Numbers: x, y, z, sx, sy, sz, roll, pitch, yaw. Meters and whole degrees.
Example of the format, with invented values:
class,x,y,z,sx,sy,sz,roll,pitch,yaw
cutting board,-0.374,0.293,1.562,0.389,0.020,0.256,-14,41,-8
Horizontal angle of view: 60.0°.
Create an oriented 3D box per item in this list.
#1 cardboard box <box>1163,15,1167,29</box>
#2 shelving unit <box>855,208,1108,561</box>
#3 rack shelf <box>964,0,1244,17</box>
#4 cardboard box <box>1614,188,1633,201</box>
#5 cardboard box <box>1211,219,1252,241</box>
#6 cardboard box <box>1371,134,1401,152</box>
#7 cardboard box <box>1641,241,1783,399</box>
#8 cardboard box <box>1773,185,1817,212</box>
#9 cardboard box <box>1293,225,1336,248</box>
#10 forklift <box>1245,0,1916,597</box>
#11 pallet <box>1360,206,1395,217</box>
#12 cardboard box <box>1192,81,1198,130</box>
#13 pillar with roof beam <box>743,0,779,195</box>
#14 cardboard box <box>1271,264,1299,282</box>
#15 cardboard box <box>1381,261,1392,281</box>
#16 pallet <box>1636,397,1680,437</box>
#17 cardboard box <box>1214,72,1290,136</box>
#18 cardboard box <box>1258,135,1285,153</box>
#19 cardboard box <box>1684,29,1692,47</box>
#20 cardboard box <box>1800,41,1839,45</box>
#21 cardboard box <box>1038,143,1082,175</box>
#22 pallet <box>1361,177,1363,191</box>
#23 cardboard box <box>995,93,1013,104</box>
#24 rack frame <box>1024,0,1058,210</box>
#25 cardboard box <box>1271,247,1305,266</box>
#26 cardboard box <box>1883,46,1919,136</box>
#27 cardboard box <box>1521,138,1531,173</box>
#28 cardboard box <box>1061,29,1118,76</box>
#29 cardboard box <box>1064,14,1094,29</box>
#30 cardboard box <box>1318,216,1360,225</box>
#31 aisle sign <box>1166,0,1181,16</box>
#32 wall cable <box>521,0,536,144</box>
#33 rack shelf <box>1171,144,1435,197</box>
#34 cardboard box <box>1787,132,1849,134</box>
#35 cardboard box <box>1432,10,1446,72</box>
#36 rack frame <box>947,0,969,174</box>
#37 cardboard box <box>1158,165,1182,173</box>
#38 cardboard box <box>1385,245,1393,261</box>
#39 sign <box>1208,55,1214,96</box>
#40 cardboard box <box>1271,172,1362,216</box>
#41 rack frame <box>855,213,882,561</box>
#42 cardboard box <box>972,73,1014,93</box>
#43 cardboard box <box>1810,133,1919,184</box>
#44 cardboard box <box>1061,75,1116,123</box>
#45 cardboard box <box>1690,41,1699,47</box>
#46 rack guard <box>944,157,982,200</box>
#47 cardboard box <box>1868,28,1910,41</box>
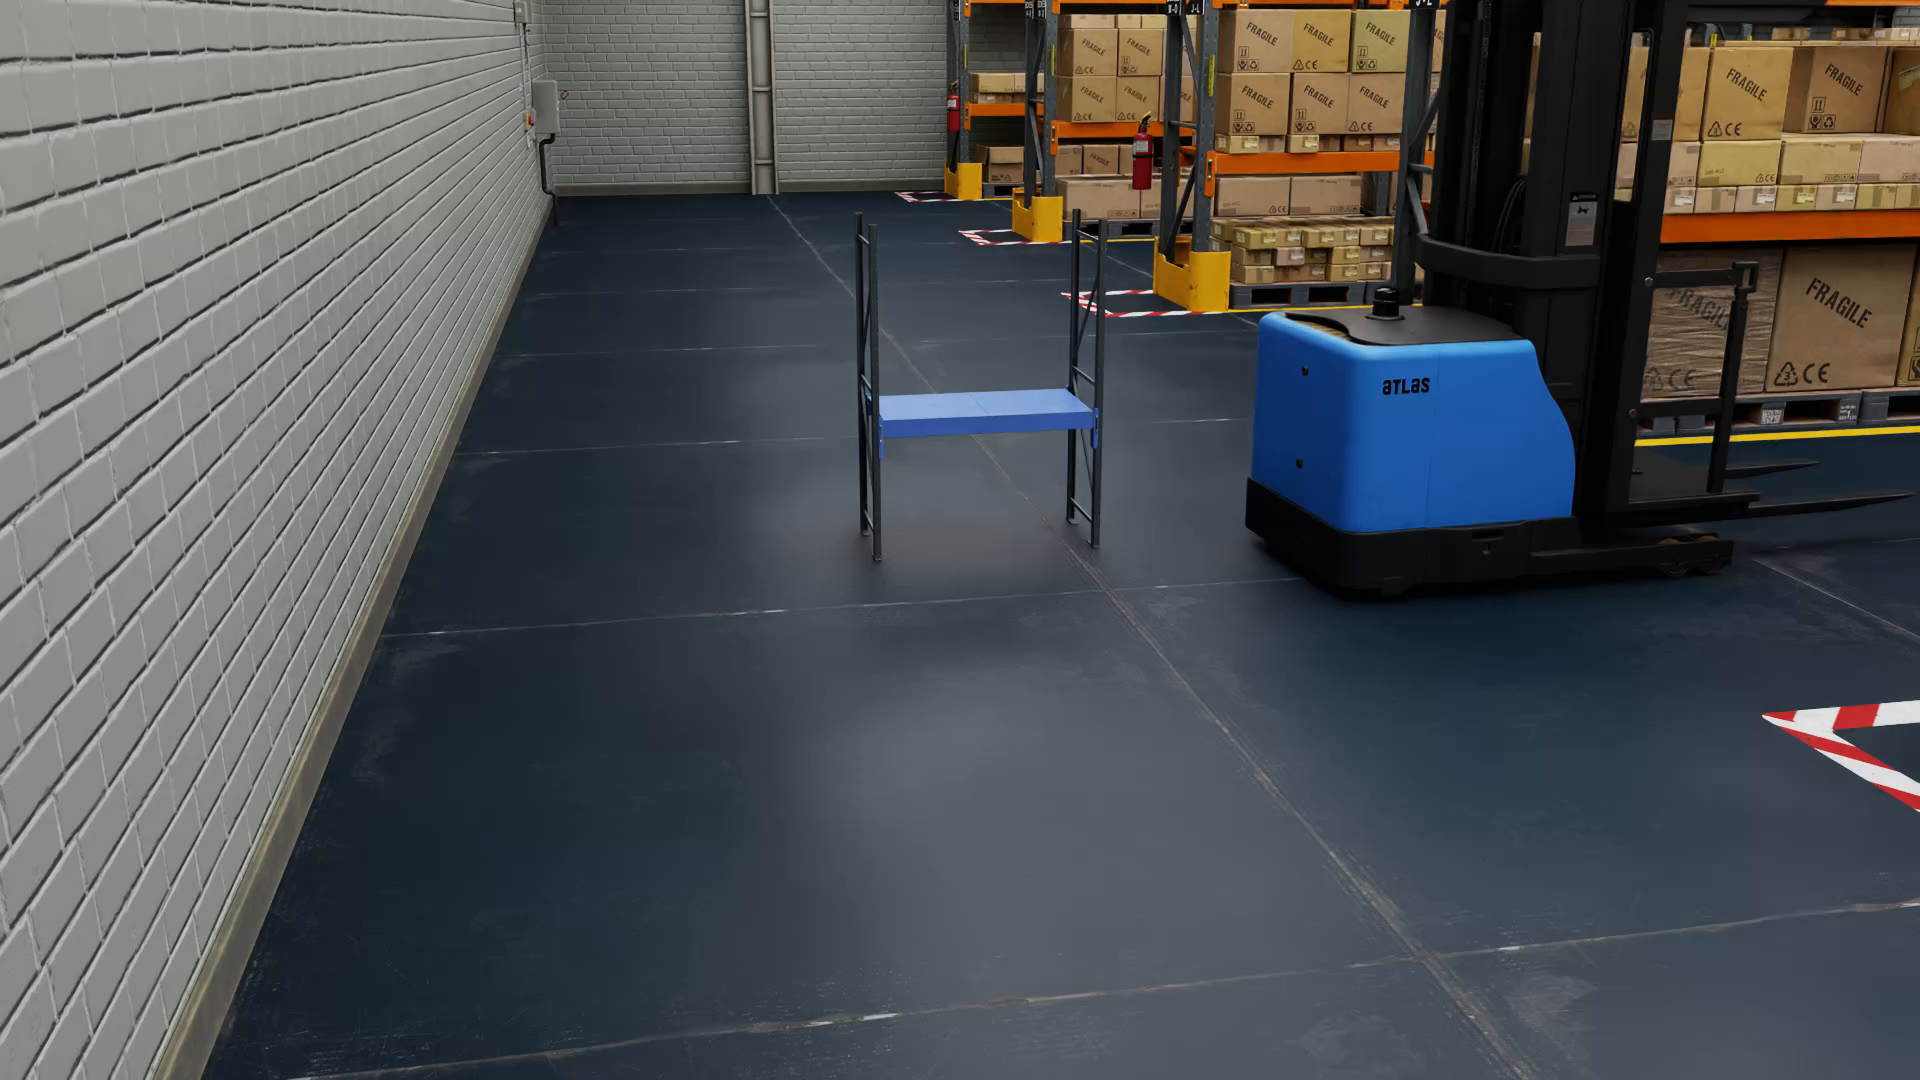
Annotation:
class,x,y,z,sx,sy,sz,roll,pitch,yaw
cardboard box,2.335,-5.800,18.609,0.250,0.149,0.380,-3,17,-10
shelving unit,0.084,-0.722,7.607,1.048,1.500,0.538,-3,17,-10
rack shelf,1.929,-7.590,23.532,4.000,0.370,1.077,-3,17,-10
cardboard box,3.705,-1.935,9.431,0.250,0.149,0.380,-4,17,-12
cardboard box,2.421,-2.762,14.821,0.250,0.149,0.380,-3,17,-10
cardboard box,3.593,-3.433,14.310,0.250,0.149,0.380,-4,17,-12
cardboard box,4.297,-1.396,10.151,0.875,0.875,0.875,-3,17,-10
cardboard box,4.712,-1.992,9.616,0.250,0.149,0.380,-4,17,-12
cardboard box,3.047,-2.618,14.352,0.250,0.149,0.380,-3,17,-11
forklift,2.908,-1.383,7.323,3.031,2.935,1.130,-4,18,-14
pallet,5.581,-3.913,20.191,1.213,0.211,1.003,-3,17,-10
cardboard box,2.341,-3.826,14.483,0.500,0.500,0.500,-3,17,-9
pillar with roof beam,-2.036,-8.125,18.939,0.400,9.000,9.100,-3,17,-10
cardboard box,2.765,-2.350,14.494,0.250,0.149,0.380,-3,17,-11
cardboard box,3.773,-2.379,14.588,0.250,0.149,0.380,-4,18,-13
pallet,3.561,-0.835,10.172,1.213,0.211,1.003,-3,17,-10
cardboard box,2.442,-3.672,13.982,0.500,0.500,0.500,-2,17,-8
cardboard box,2.571,-3.366,14.091,0.250,0.149,0.380,-3,17,-8
cardboard box,8.307,-5.825,19.796,0.500,0.500,0.500,-4,17,-12
cardboard box,10.281,-5.815,20.244,0.500,0.500,0.500,-3,17,-10
cardboard box,1.430,-5.438,23.950,0.500,0.500,0.700,-3,17,-8
pallet,5.884,-5.404,25.046,1.213,0.211,1.003,-3,17,-10
cardboard box,0.581,-6.235,23.432,0.250,0.149,0.380,-3,17,-9
rack frame,0.911,-4.958,18.846,0.127,3.000,1.000,-3,17,-10
cardboard box,2.792,-2.471,14.382,0.250,0.149,0.380,-3,17,-11
cardboard box,5.825,-2.624,9.717,0.500,0.500,0.500,-3,17,-10
cardboard box,3.313,-2.121,9.356,0.500,0.250,0.500,-4,17,-12
cardboard box,1.436,-5.429,18.504,0.500,0.500,0.500,-4,17,-12
cardboard box,1.312,-5.734,18.393,0.250,0.149,0.380,-3,17,-9
cardboard box,3.428,-2.837,15.068,0.250,0.149,0.380,-3,17,-8
aisle sign,1.820,-4.862,14.105,0.004,0.787,0.394,-3,17,-10
wall cable,-4.902,-5.531,18.981,0.122,1.984,0.588,-3,17,-10
rack shelf,3.913,-3.304,14.686,4.000,0.370,1.077,-3,17,-10
cardboard box,5.210,-2.387,10.224,0.500,0.250,0.500,-3,17,-9
cardboard box,3.949,-4.235,14.112,0.500,0.500,0.500,-4,17,-12
rack frame,-0.035,-6.389,23.504,0.127,3.000,1.000,-3,17,-10
cardboard box,3.051,-5.370,24.127,0.258,0.266,0.396,-3,17,-8
cardboard box,3.788,-2.562,14.679,0.250,0.149,0.380,-2,17,-8
sign,2.052,-3.794,13.582,0.005,0.325,0.100,-3,17,-10
cardboard box,4.201,-4.153,19.872,0.875,0.438,0.875,-3,17,-11
rack frame,-0.415,-0.693,7.515,0.032,1.500,0.500,-3,17,-10
cardboard box,0.462,-6.407,23.311,0.500,0.250,0.500,-3,17,-10
cardboard box,5.325,-2.236,9.733,0.500,0.250,0.500,-3,17,-9
cardboard box,1.436,-4.950,18.649,0.500,0.500,0.500,-3,17,-11
cardboard box,9.159,-5.900,20.520,0.500,0.500,0.500,-4,17,-12
rack guard,0.040,-5.198,23.884,0.348,0.500,1.175,-3,17,-10
cardboard box,11.343,-6.172,20.302,0.250,0.149,0.380,-4,18,-13
